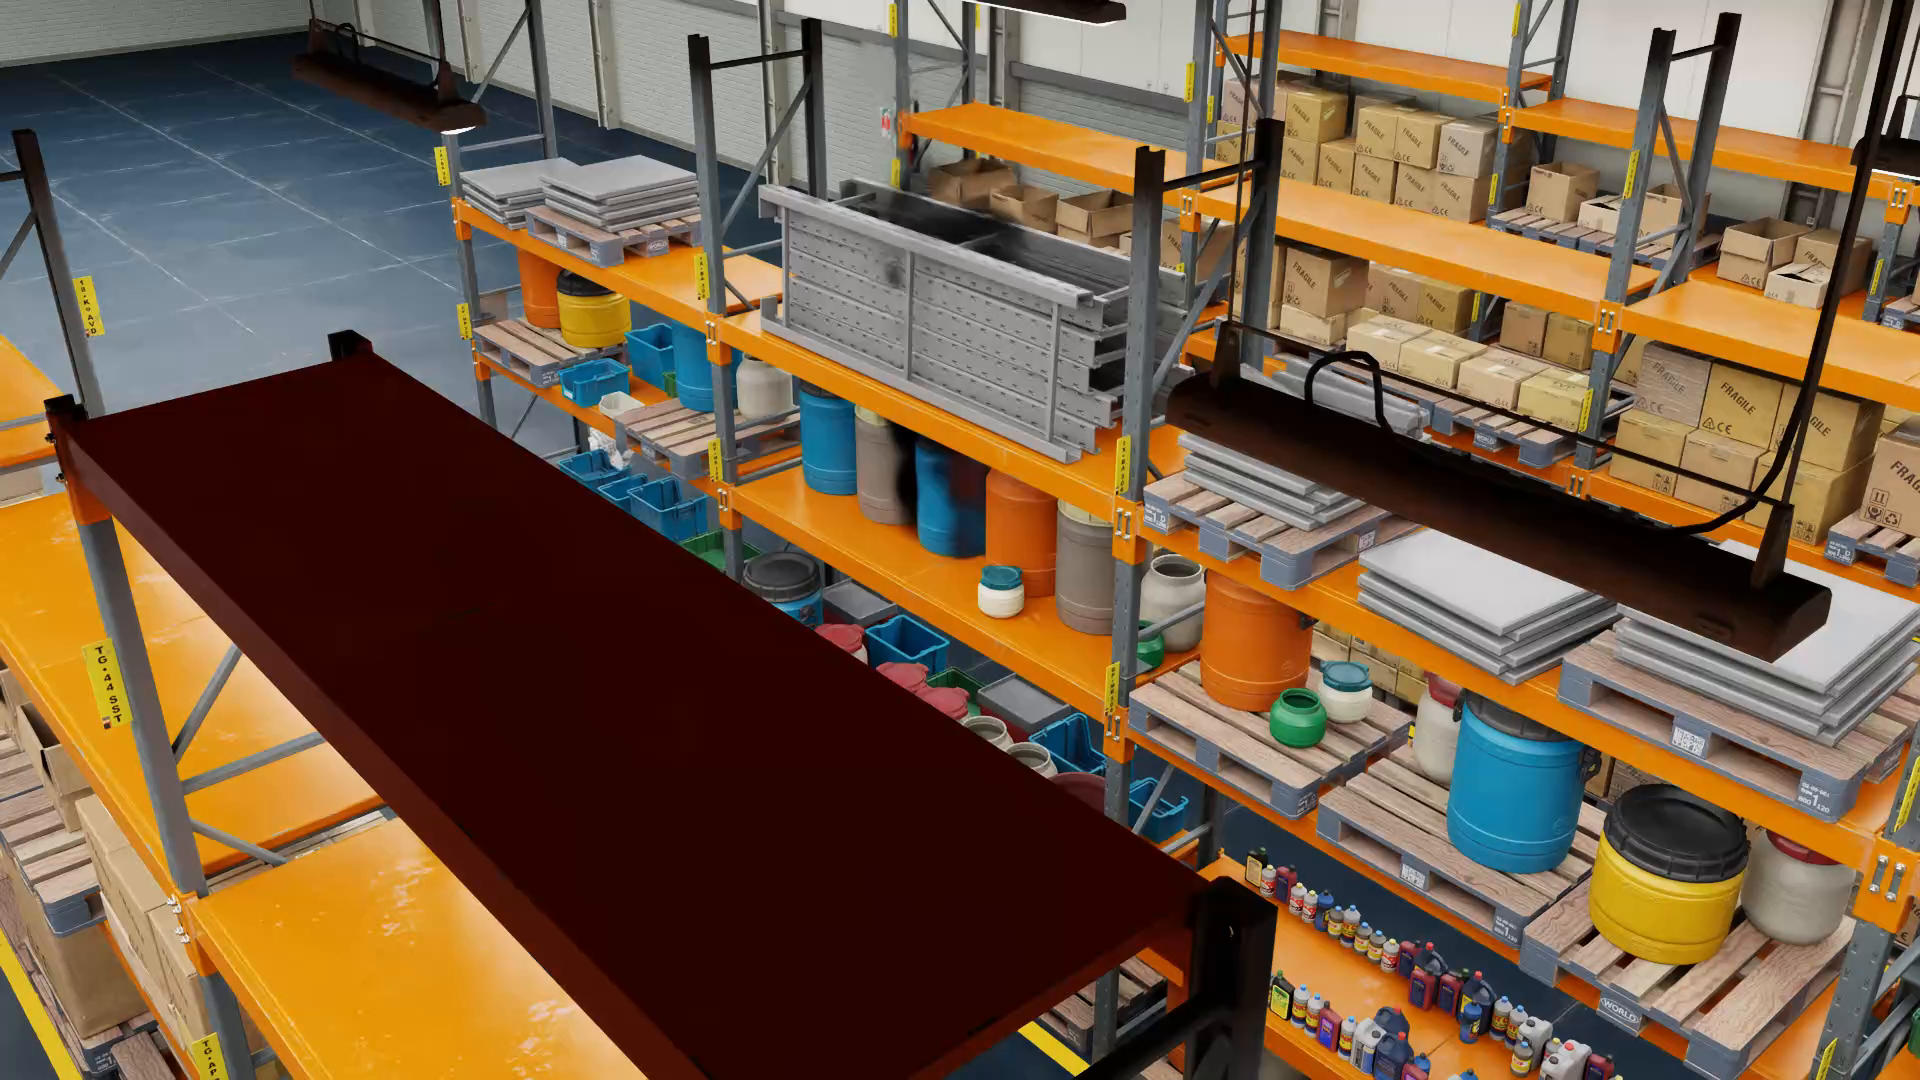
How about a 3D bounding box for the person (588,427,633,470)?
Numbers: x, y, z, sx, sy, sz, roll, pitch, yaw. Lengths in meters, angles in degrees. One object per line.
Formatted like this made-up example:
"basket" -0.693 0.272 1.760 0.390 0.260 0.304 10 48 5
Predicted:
"person" -3.692 -0.715 17.140 0.603 1.629 0.604 6 28 12
